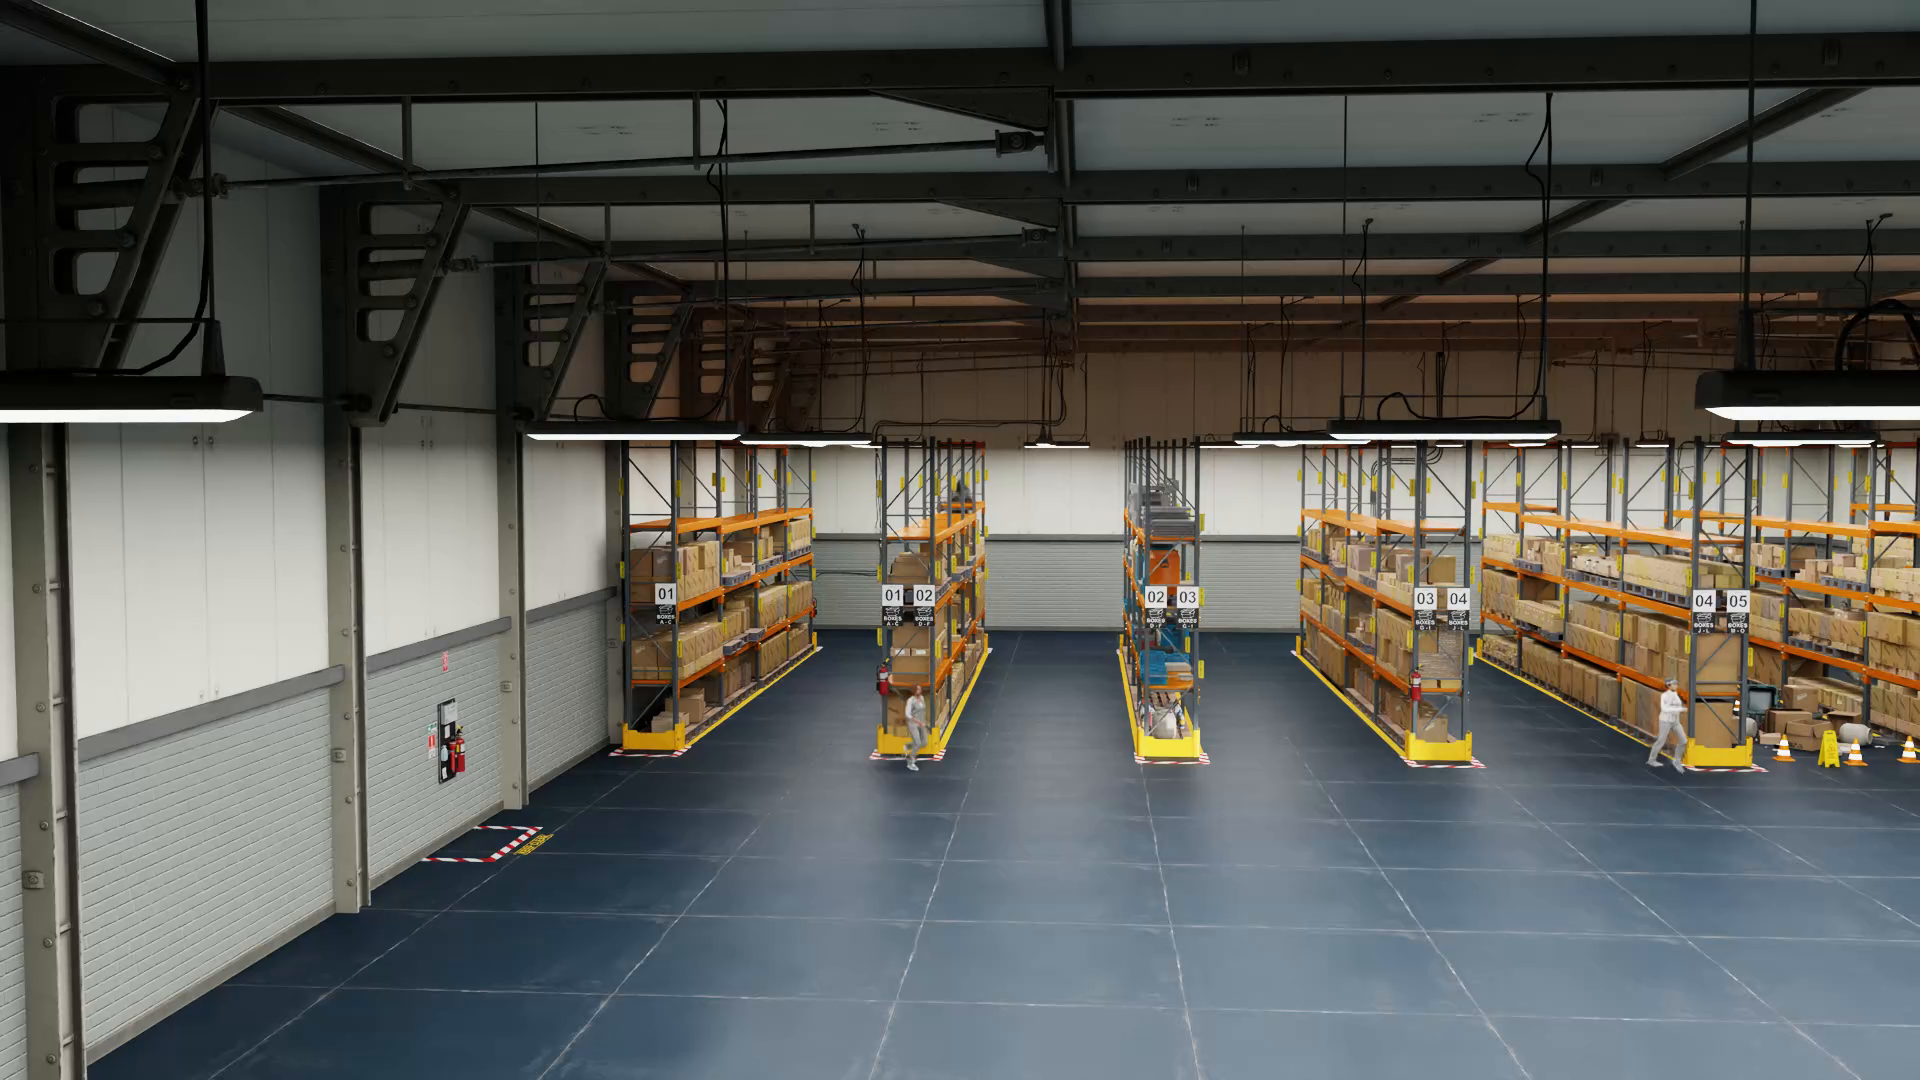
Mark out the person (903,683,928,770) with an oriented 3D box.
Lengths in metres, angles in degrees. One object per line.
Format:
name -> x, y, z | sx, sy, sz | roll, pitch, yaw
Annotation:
person -> -0.793, 3.352, 29.940 | 0.611, 1.562, 0.561 | 3, 4, 42

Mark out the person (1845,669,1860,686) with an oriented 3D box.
person -> 21.299, 2.750, 39.459 | 0.686, 1.722, 0.589 | 0, 3, 6

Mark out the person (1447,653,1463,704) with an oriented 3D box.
person -> 11.233, 2.862, 37.879 | 0.548, 1.701, 0.706 | 0, 3, -6

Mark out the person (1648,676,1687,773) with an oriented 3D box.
person -> 12.710, 3.288, 29.728 | 0.615, 1.734, 0.726 | -2, 4, -30
